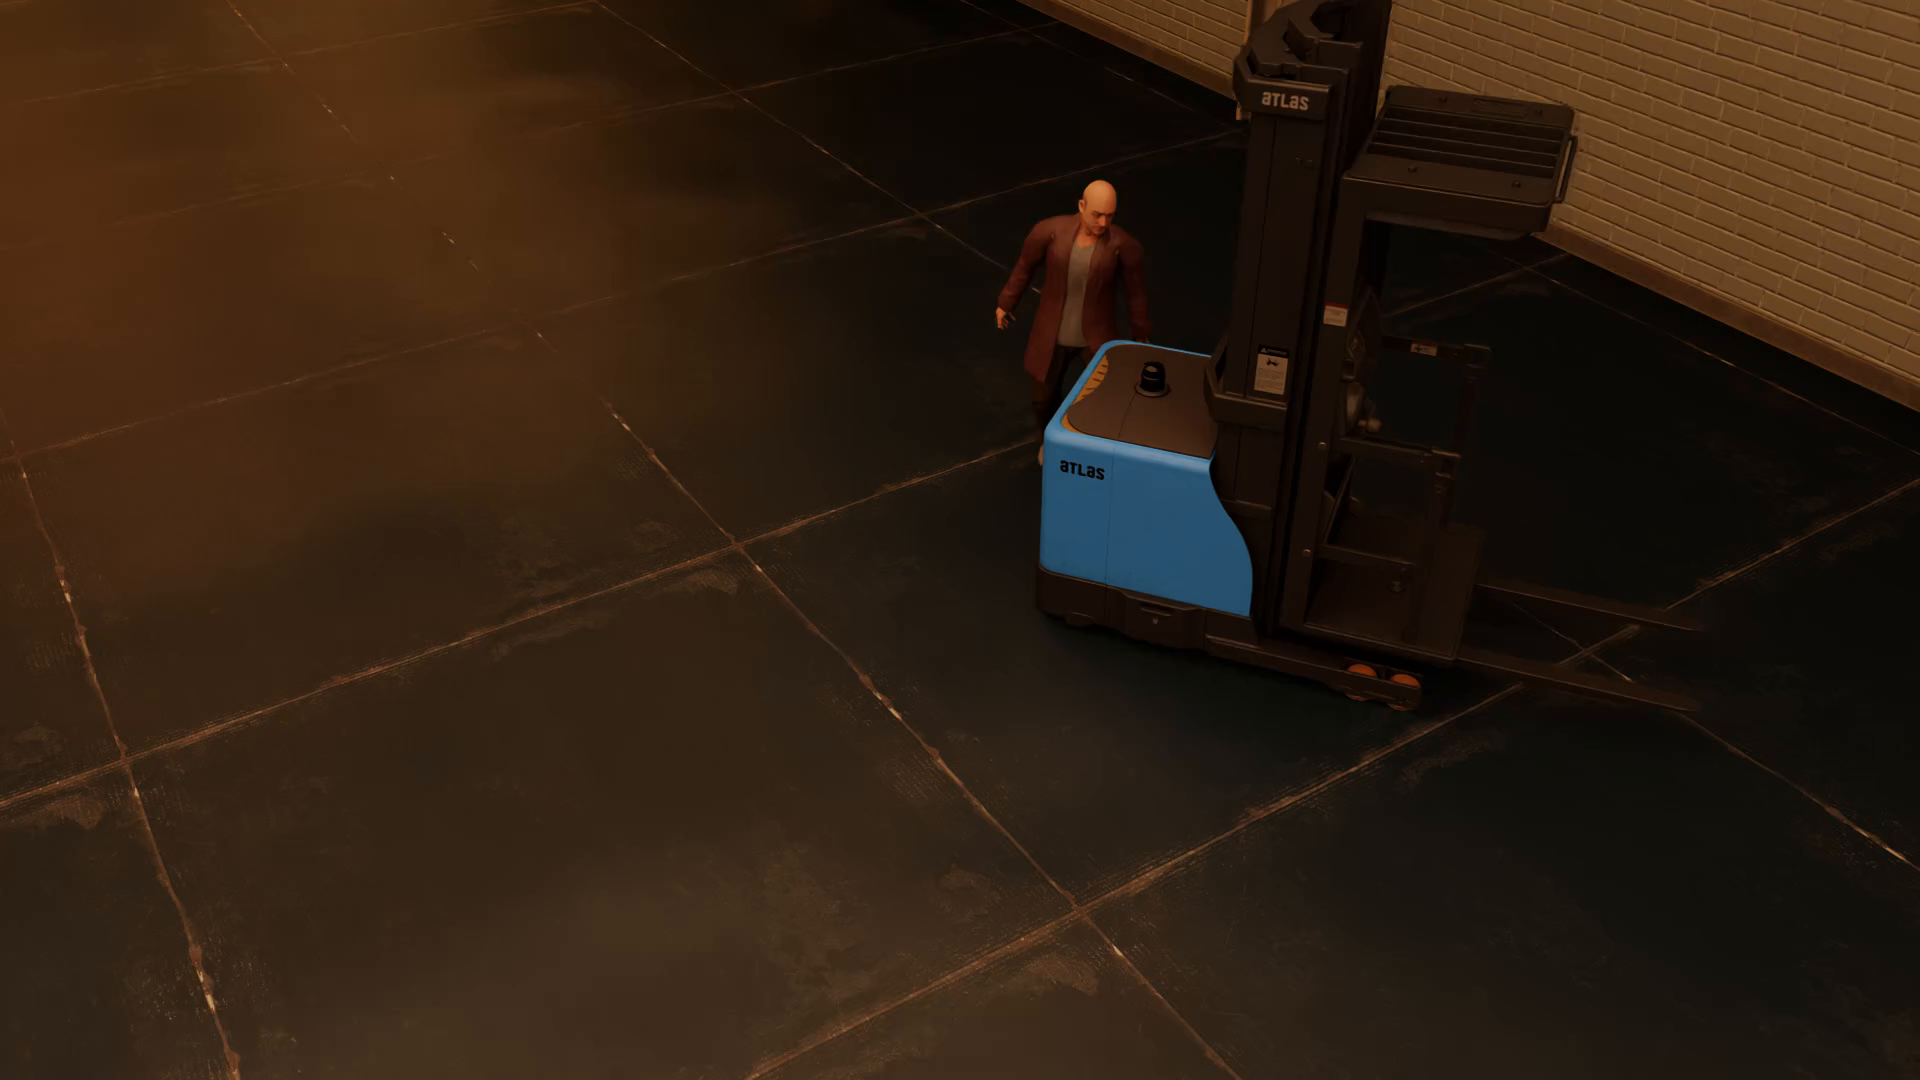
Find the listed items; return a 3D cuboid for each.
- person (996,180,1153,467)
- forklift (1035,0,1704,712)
[{"bbox_3d":[0.632,-1.118,8.835,0.932,1.754,0.529,10,36,13],"label":"person"},{"bbox_3d":[1.938,-0.768,7.240,3.031,2.935,1.130,13,37,17],"label":"forklift"}]
